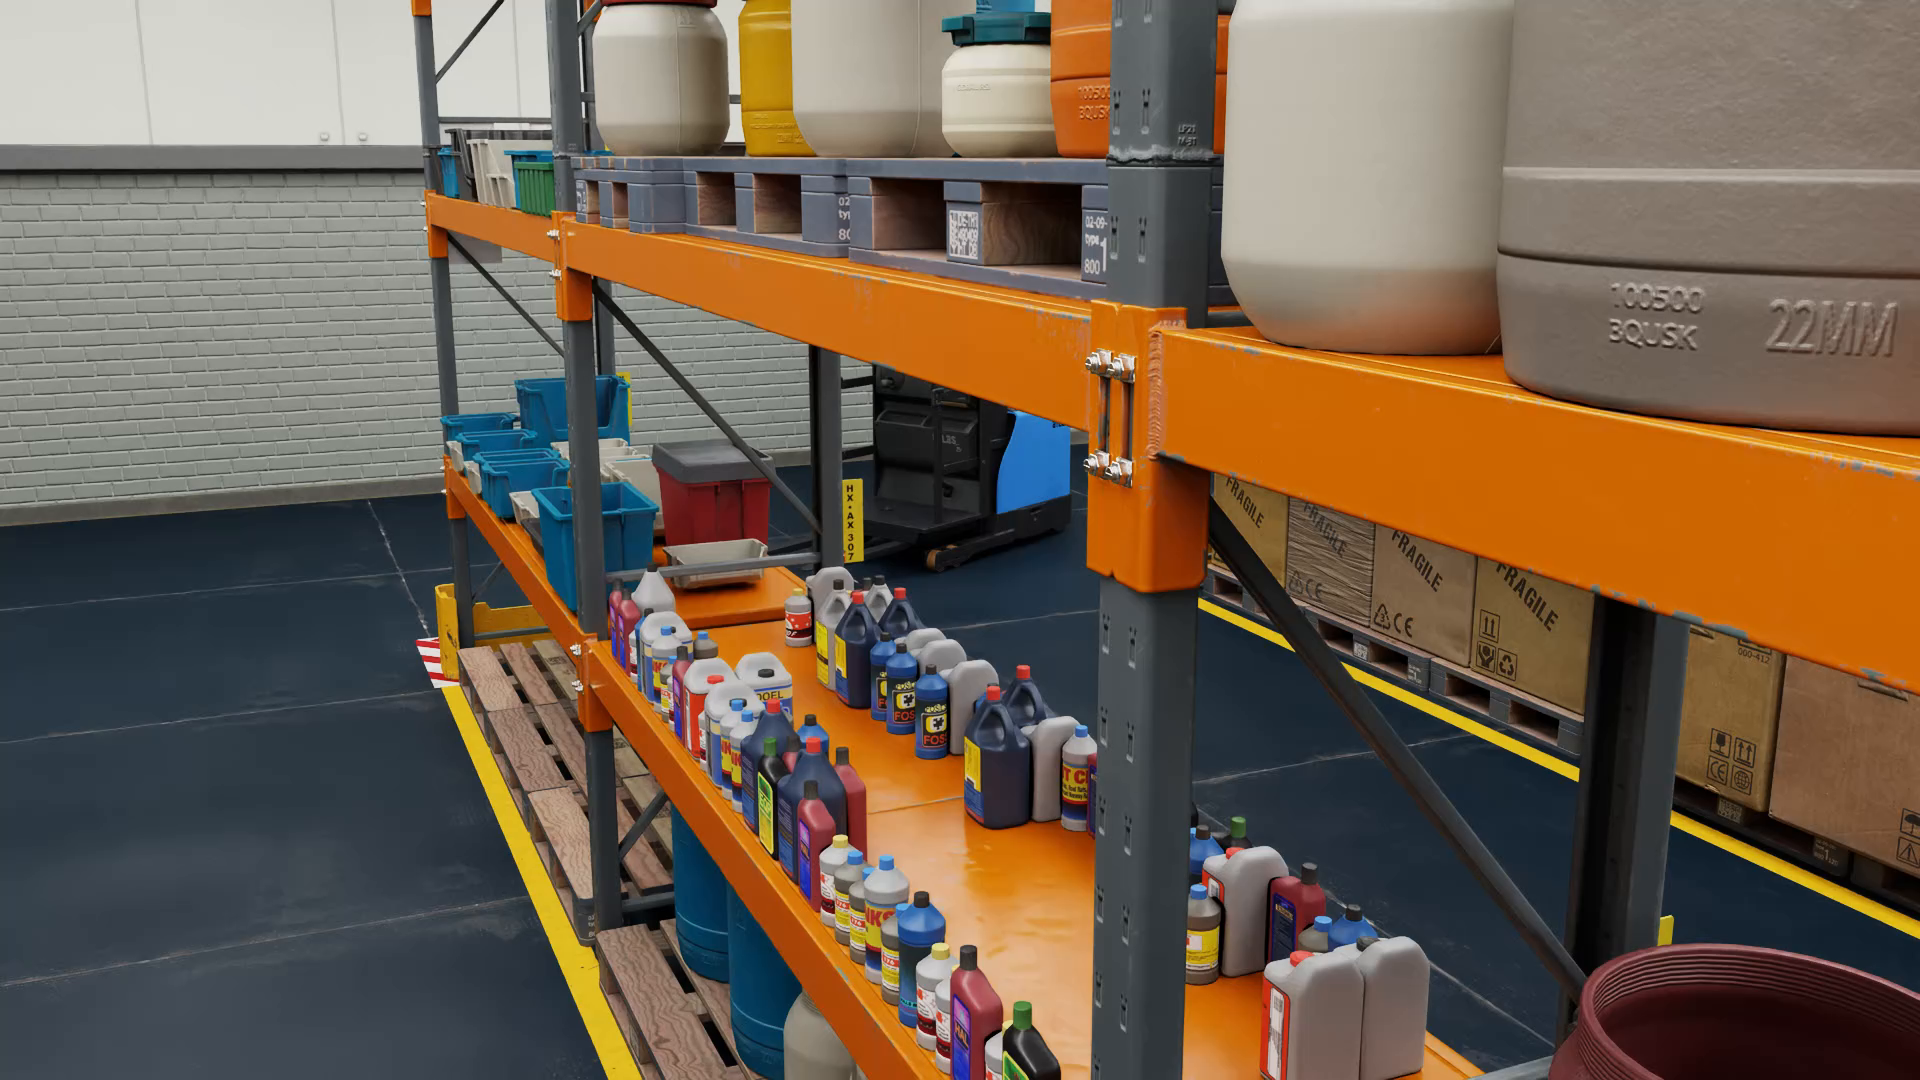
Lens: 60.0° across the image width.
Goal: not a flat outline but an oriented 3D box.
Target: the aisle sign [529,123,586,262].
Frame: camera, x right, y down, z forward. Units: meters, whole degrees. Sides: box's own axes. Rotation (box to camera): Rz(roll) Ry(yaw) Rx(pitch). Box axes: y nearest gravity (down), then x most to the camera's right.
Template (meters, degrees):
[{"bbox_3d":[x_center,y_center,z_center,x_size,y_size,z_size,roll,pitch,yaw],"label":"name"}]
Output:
[{"bbox_3d":[-2.289,-2.023,9.692,0.394,0.787,0.004,-6,14,-23],"label":"aisle sign"}]

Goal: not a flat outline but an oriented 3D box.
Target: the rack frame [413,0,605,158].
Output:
[{"bbox_3d":[-2.529,-3.638,9.130,1.000,3.000,0.127,-6,14,-23],"label":"rack frame"}]

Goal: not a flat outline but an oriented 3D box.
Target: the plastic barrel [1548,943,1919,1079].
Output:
[{"bbox_3d":[1.139,0.940,2.354,0.600,0.536,0.708,-6,14,-23],"label":"plastic barrel"}]

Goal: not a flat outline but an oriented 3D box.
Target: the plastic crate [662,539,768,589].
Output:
[{"bbox_3d":[-0.982,0.102,6.730,0.396,0.136,0.243,-6,14,-23],"label":"plastic crate"}]

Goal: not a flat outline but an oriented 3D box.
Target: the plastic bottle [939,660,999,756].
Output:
[{"bbox_3d":[0.023,0.479,4.921,0.152,0.276,0.135,-6,14,-23],"label":"plastic bottle"}]

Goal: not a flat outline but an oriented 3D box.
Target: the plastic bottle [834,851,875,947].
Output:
[{"bbox_3d":[-0.233,0.796,3.720,0.097,0.201,0.097,0,13,0],"label":"plastic bottle"}]

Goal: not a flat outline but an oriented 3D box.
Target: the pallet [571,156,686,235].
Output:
[{"bbox_3d":[-0.523,-1.105,5.258,1.213,0.211,1.003,-6,14,-23],"label":"pallet"}]

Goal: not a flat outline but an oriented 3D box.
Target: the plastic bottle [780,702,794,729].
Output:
[{"bbox_3d":[-0.520,0.562,4.728,0.097,0.201,0.097,0,13,0],"label":"plastic bottle"}]

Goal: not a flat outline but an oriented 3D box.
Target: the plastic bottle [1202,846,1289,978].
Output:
[{"bbox_3d":[0.613,0.784,3.605,0.152,0.276,0.135,-6,14,-23],"label":"plastic bottle"}]

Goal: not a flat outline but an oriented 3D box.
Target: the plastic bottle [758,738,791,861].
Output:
[{"bbox_3d":[-0.463,0.648,4.178,0.061,0.283,0.133,-6,14,-23],"label":"plastic bottle"}]

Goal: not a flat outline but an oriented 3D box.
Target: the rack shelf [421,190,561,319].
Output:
[{"bbox_3d":[-1.728,-1.413,7.764,1.077,0.370,4.000,-6,14,-23],"label":"rack shelf"}]

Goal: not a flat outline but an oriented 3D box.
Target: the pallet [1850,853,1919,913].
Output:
[{"bbox_3d":[4.482,1.428,6.733,1.003,0.211,1.213,-6,14,-23],"label":"pallet"}]

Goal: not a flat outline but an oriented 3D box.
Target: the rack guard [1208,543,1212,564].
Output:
[{"bbox_3d":[2.000,0.050,12.043,1.175,0.500,0.348,-6,14,-23],"label":"rack guard"}]

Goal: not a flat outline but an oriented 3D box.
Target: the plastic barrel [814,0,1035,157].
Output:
[{"bbox_3d":[-0.103,-1.460,4.330,0.600,0.901,0.708,-6,14,-23],"label":"plastic barrel"}]

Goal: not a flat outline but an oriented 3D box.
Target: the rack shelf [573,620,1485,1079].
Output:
[{"bbox_3d":[-0.126,0.875,4.532,1.077,0.370,4.000,-6,14,-23],"label":"rack shelf"}]

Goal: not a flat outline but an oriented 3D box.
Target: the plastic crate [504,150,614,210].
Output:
[{"bbox_3d":[-1.584,-1.428,6.605,0.416,0.233,0.300,-6,14,-23],"label":"plastic crate"}]

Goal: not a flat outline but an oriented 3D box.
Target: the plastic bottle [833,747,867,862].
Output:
[{"bbox_3d":[-0.277,0.662,4.115,0.061,0.283,0.133,-6,14,-23],"label":"plastic bottle"}]

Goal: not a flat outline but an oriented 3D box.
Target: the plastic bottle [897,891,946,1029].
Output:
[{"bbox_3d":[-0.077,0.842,3.365,0.097,0.271,0.097,0,13,0],"label":"plastic bottle"}]

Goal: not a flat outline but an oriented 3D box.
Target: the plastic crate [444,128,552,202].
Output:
[{"bbox_3d":[-2.169,-1.806,8.005,0.504,0.338,0.767,-6,14,-23],"label":"plastic crate"}]

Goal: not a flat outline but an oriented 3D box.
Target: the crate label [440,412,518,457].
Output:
[{"bbox_3d":[-2.732,-0.582,9.470,0.416,0.233,0.303,-6,14,-23],"label":"crate label"}]

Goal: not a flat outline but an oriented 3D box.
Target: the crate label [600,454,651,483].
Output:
[{"bbox_3d":[-1.800,-0.347,8.669,0.396,0.136,0.243,-6,14,-23],"label":"crate label"}]

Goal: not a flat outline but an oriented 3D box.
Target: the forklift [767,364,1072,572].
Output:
[{"bbox_3d":[-0.389,-1.316,12.556,1.130,2.935,3.031,10,16,37],"label":"forklift"}]

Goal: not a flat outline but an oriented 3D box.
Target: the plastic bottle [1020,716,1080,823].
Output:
[{"bbox_3d":[0.243,0.593,4.430,0.152,0.276,0.135,-6,14,-23],"label":"plastic bottle"}]

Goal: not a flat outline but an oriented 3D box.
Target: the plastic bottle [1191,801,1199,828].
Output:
[{"bbox_3d":[0.509,0.701,3.947,0.061,0.283,0.133,-6,14,-23],"label":"plastic bottle"}]

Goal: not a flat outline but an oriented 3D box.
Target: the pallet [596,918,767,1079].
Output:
[{"bbox_3d":[-0.656,1.633,5.846,1.003,0.211,1.213,-6,14,-23],"label":"pallet"}]

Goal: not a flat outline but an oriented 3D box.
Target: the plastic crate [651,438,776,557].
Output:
[{"bbox_3d":[-1.055,-0.156,7.117,0.402,0.464,0.583,-6,14,-23],"label":"plastic crate"}]

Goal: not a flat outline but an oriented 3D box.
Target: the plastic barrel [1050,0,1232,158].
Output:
[{"bbox_3d":[0.451,-1.055,2.739,0.600,0.830,0.708,-6,14,-23],"label":"plastic barrel"}]

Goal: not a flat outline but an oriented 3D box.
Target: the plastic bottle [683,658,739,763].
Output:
[{"bbox_3d":[-0.719,0.493,4.862,0.152,0.276,0.135,-6,14,-23],"label":"plastic bottle"}]

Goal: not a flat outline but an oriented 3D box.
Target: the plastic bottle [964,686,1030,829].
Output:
[{"bbox_3d":[0.097,0.565,4.386,0.144,0.351,0.185,-6,14,-23],"label":"plastic bottle"}]

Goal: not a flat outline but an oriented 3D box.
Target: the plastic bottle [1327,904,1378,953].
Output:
[{"bbox_3d":[0.777,0.855,3.307,0.097,0.271,0.097,0,13,0],"label":"plastic bottle"}]

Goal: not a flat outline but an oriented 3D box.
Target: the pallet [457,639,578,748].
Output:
[{"bbox_3d":[-2.234,0.817,9.370,1.003,0.211,1.213,-6,14,-23],"label":"pallet"}]

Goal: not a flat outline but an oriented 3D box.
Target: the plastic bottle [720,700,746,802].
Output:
[{"bbox_3d":[-0.605,0.570,4.541,0.097,0.271,0.097,0,13,0],"label":"plastic bottle"}]

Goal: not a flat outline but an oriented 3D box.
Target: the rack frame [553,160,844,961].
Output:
[{"bbox_3d":[-0.927,0.111,6.236,1.000,3.000,0.127,-6,14,-23],"label":"rack frame"}]

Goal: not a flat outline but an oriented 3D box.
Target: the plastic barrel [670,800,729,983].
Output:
[{"bbox_3d":[-0.724,1.043,5.933,0.600,0.901,0.708,-6,14,-23],"label":"plastic barrel"}]

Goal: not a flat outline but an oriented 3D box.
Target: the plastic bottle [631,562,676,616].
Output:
[{"bbox_3d":[-1.066,0.246,5.765,0.144,0.351,0.185,-6,14,-23],"label":"plastic bottle"}]

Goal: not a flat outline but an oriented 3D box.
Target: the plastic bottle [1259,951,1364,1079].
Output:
[{"bbox_3d":[0.659,0.893,3.133,0.152,0.276,0.135,-6,14,-23],"label":"plastic bottle"}]

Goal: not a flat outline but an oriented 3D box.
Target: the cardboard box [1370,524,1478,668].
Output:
[{"bbox_3d":[3.060,0.165,9.785,0.875,0.875,0.875,-6,14,-23],"label":"cardboard box"}]

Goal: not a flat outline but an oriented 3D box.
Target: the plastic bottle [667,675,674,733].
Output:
[{"bbox_3d":[-0.844,0.480,5.082,0.097,0.201,0.097,0,13,0],"label":"plastic bottle"}]

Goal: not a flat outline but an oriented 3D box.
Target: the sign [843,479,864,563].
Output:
[{"bbox_3d":[-0.422,-0.073,6.418,0.100,0.325,0.005,-6,14,-23],"label":"sign"}]

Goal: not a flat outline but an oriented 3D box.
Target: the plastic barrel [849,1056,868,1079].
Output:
[{"bbox_3d":[0.012,1.575,4.328,0.600,0.588,0.708,-6,14,-23],"label":"plastic barrel"}]

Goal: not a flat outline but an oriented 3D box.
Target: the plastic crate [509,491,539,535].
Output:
[{"bbox_3d":[-1.900,-0.122,7.696,0.293,0.136,0.466,-6,14,-23],"label":"plastic crate"}]

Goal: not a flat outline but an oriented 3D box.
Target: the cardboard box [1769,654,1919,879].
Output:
[{"bbox_3d":[4.245,0.810,7.000,1.225,0.875,0.875,-6,14,-25],"label":"cardboard box"}]

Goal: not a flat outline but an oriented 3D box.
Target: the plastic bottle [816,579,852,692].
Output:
[{"bbox_3d":[-0.391,0.309,5.493,0.144,0.351,0.185,-6,14,-23],"label":"plastic bottle"}]

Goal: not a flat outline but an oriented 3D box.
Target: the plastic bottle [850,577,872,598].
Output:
[{"bbox_3d":[-0.338,0.264,5.835,0.061,0.283,0.133,-6,14,-23],"label":"plastic bottle"}]

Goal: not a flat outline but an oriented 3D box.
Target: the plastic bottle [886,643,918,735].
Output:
[{"bbox_3d":[-0.177,0.449,5.063,0.097,0.271,0.097,0,13,0],"label":"plastic bottle"}]

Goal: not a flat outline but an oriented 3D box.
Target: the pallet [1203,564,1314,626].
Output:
[{"bbox_3d":[2.401,0.354,11.371,1.003,0.211,1.213,-6,14,-23],"label":"pallet"}]

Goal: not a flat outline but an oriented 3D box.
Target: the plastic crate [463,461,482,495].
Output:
[{"bbox_3d":[-2.407,-0.321,8.557,0.250,0.136,0.298,-6,14,-23],"label":"plastic crate"}]

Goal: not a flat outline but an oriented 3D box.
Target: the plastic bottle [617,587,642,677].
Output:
[{"bbox_3d":[-1.117,0.310,5.636,0.061,0.283,0.133,-6,14,-23],"label":"plastic bottle"}]

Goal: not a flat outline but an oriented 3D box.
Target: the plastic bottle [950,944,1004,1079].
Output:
[{"bbox_3d":[0.030,0.902,3.079,0.061,0.283,0.133,-6,14,-23],"label":"plastic bottle"}]

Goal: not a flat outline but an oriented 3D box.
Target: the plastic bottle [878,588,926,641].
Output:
[{"bbox_3d":[-0.185,0.334,5.384,0.144,0.351,0.185,-6,14,-23],"label":"plastic bottle"}]

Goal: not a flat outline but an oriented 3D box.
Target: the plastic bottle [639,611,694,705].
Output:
[{"bbox_3d":[-0.944,0.377,5.362,0.152,0.276,0.135,-6,14,-23],"label":"plastic bottle"}]
